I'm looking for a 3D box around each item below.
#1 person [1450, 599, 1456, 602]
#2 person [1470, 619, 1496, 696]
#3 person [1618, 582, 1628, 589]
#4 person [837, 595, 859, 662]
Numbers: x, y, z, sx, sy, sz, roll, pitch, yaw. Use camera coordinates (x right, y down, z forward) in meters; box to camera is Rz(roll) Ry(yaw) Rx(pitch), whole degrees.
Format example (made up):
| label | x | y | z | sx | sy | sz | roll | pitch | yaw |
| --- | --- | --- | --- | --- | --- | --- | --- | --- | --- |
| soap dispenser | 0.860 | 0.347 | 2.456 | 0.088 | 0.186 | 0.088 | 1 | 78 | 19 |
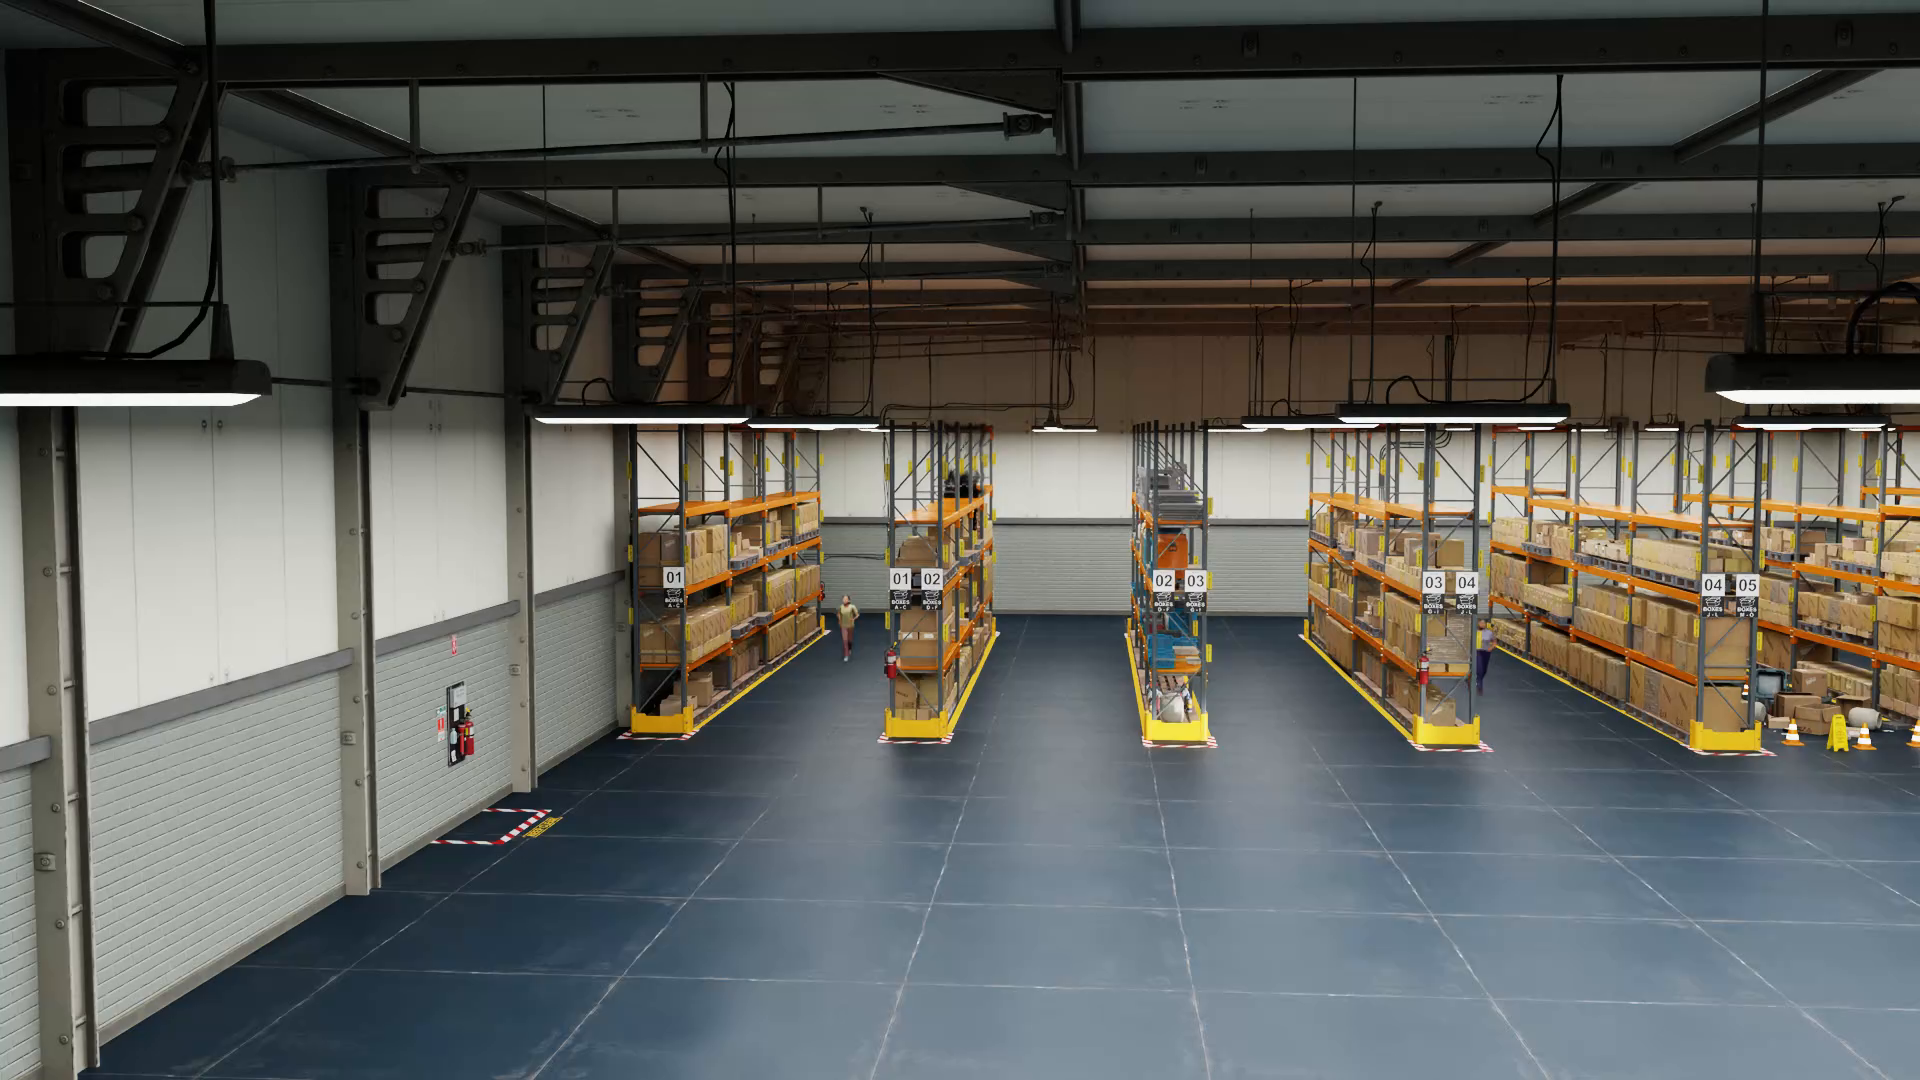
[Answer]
| label | x | y | z | sx | sy | sz | roll | pitch | yaw |
| --- | --- | --- | --- | --- | --- | --- | --- | --- | --- |
| person | 13.267 | 1.982 | 44.739 | 0.706 | 1.759 | 0.983 | 1 | 4 | 12 |
| person | 11.556 | 2.581 | 36.850 | 0.603 | 1.697 | 0.770 | 0 | 4 | 0 |
| person | 18.734 | 1.833 | 47.257 | 0.973 | 1.783 | 0.627 | 0 | 4 | -7 |
| person | -2.858 | 2.225 | 42.335 | 0.572 | 1.666 | 0.801 | 0 | 4 | 3 |
